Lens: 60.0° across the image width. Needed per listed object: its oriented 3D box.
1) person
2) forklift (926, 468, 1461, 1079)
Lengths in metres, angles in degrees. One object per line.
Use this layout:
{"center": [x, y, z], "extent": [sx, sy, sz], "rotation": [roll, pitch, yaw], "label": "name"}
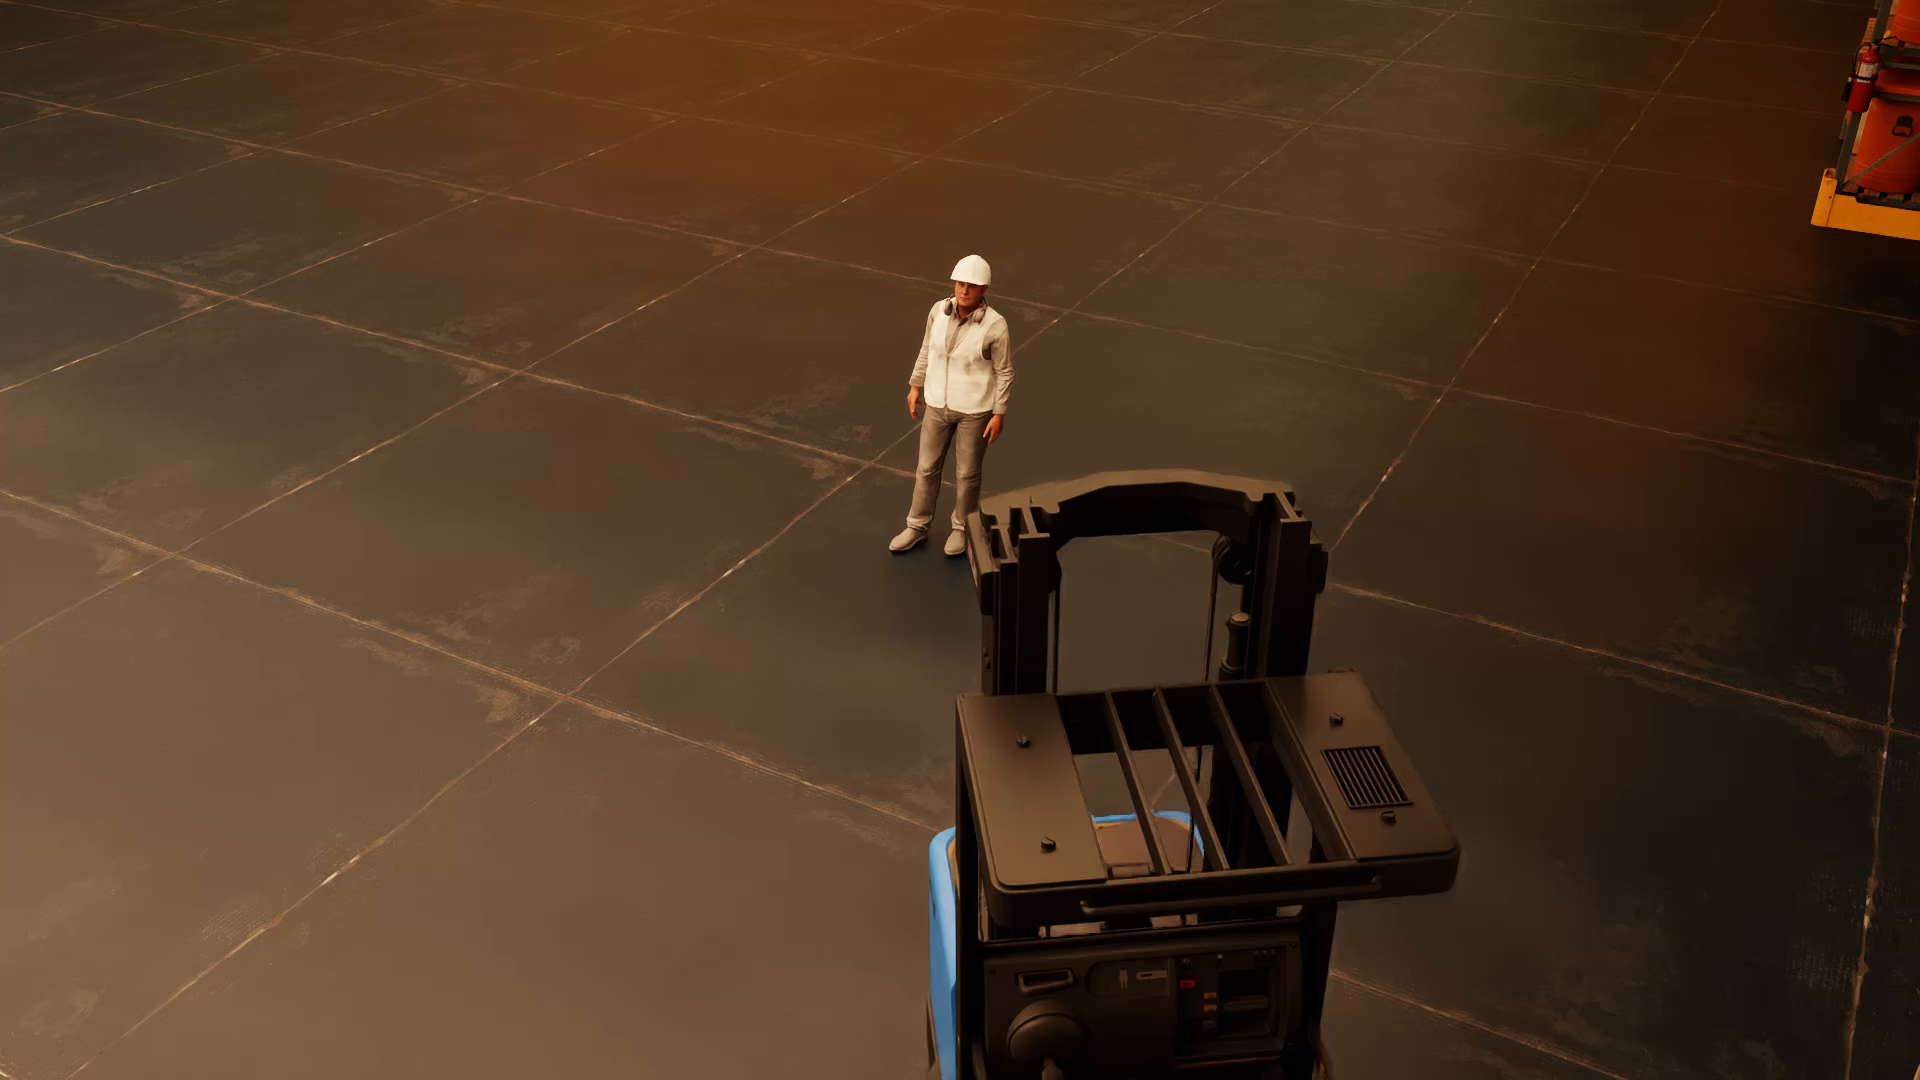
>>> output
{"center": [-0.038, -0.749, 9.511], "extent": [0.632, 1.773, 0.564], "rotation": [15, 33, 25], "label": "person"}
{"center": [0.561, 1.409, 4.629], "extent": [1.130, 2.935, 3.031], "rotation": [-3, 30, -6], "label": "forklift"}
